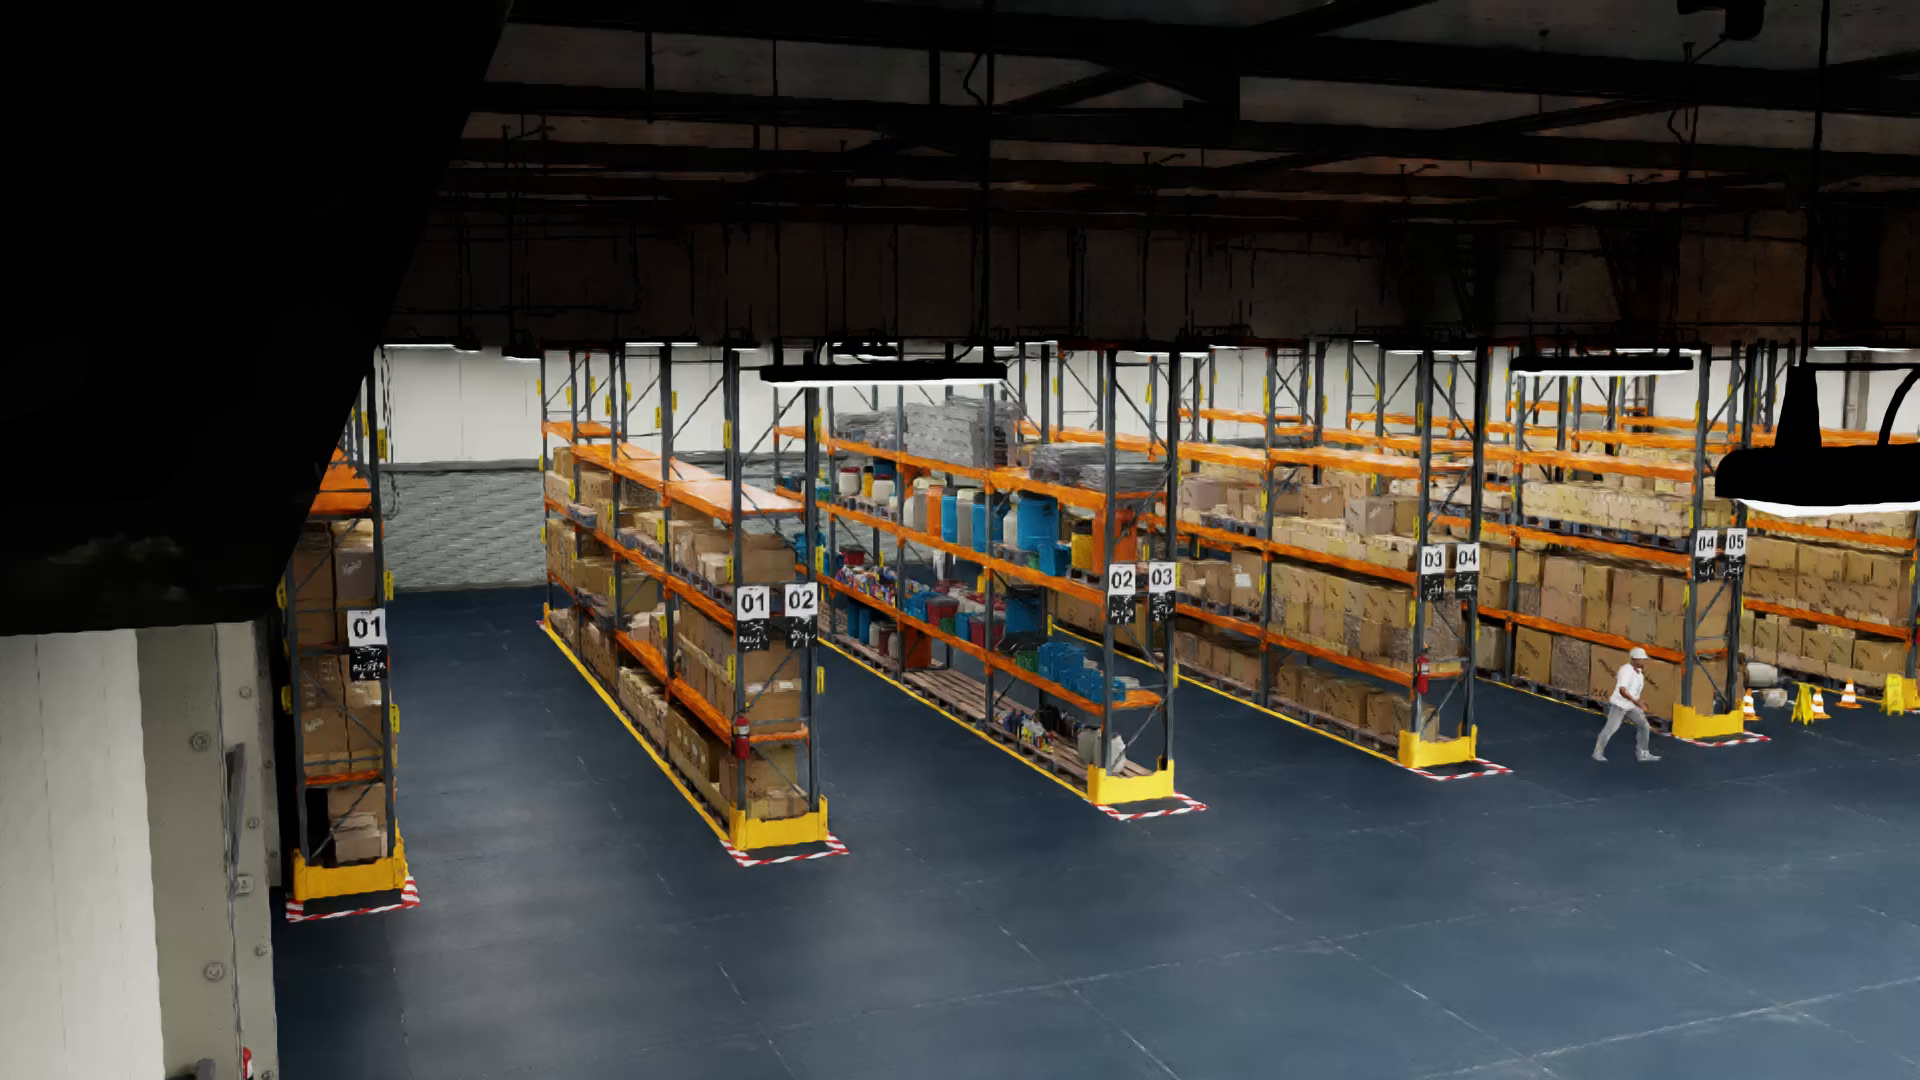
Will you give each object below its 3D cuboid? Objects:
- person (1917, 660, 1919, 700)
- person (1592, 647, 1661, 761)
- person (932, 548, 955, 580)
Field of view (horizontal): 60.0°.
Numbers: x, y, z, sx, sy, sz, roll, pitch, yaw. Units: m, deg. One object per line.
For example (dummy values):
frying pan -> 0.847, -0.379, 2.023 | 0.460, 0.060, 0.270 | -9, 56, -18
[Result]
person -> 14.613, 2.256, 24.760 | 0.659, 1.720, 0.426 | 5, 9, 36
person -> 9.619, 2.365, 24.009 | 0.713, 1.698, 0.809 | -6, 10, -40
person -> -0.348, 0.508, 38.584 | 0.508, 1.588, 1.056 | -2, 8, -14
